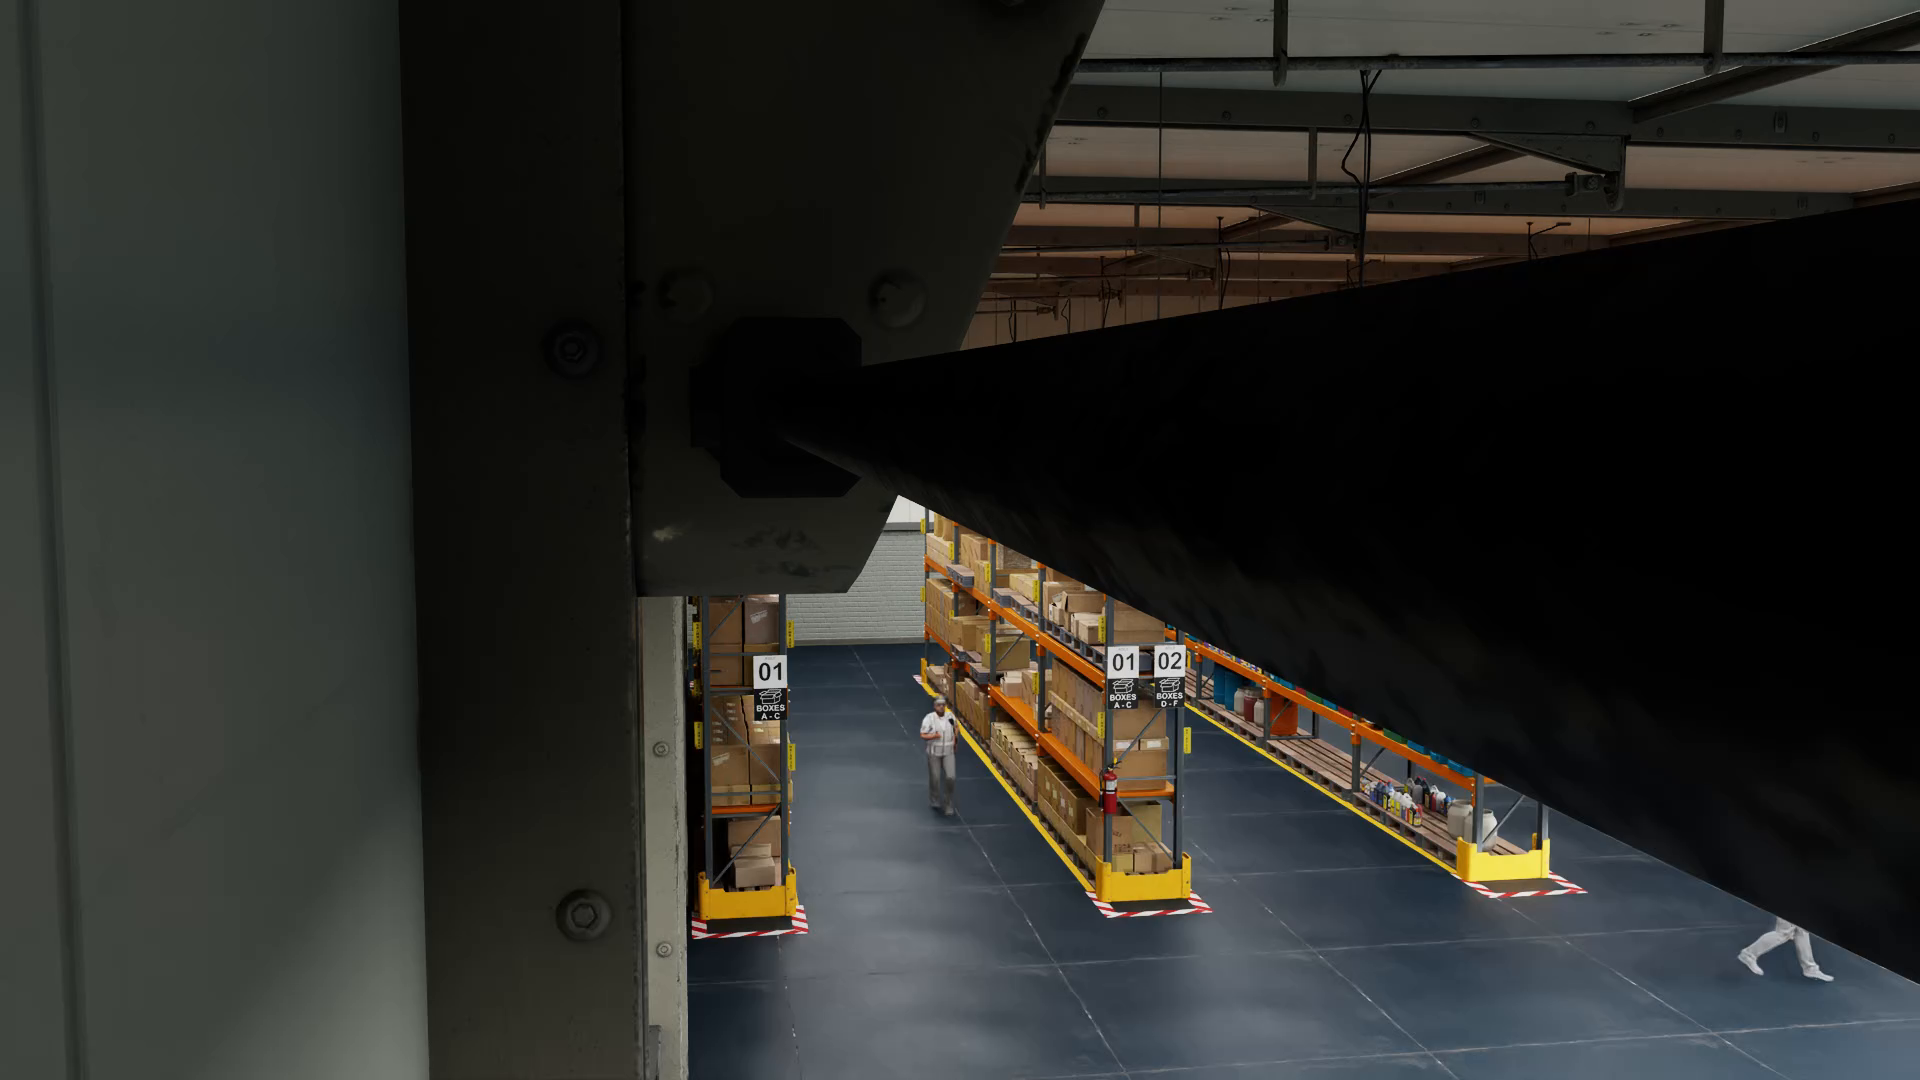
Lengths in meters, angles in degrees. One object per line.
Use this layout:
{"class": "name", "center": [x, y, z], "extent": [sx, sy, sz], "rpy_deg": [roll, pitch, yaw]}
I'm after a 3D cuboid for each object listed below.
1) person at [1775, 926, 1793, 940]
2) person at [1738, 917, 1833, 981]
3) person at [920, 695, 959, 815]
{"class": "person", "center": [9.733, 3.767, 19.286], "extent": [0.525, 1.739, 0.690], "rpy_deg": [2, 6, 26]}
{"class": "person", "center": [8.883, 3.857, 17.813], "extent": [0.988, 1.766, 0.699], "rpy_deg": [1, 5, 13]}
{"class": "person", "center": [-0.283, 3.249, 25.130], "extent": [0.640, 1.830, 0.727], "rpy_deg": [-1, 5, -11]}
